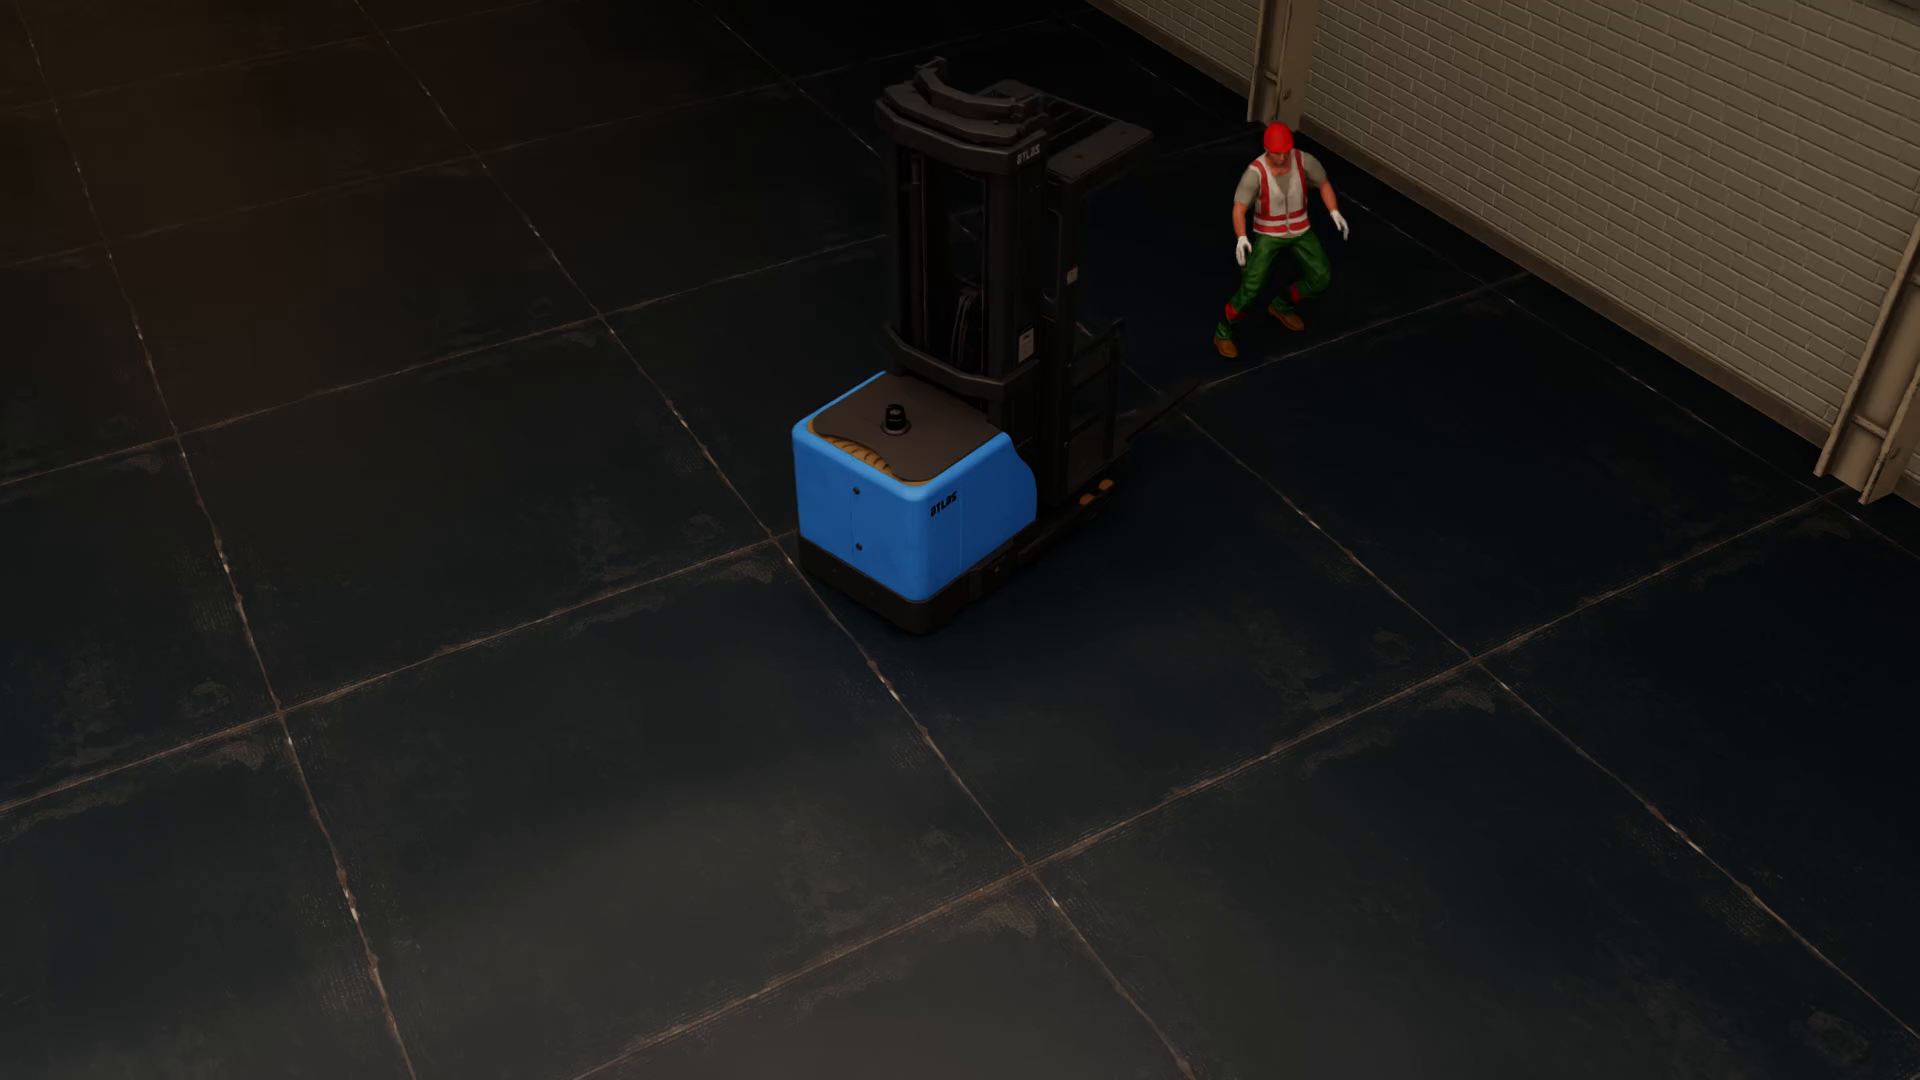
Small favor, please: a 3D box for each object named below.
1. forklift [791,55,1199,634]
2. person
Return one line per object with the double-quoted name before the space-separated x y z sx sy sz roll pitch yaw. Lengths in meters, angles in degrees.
"forklift" 0.375 -1.451 9.785 1.130 2.935 3.031 29 48 31
"person" 2.253 -2.095 11.591 0.856 1.625 0.697 -7 40 -8
